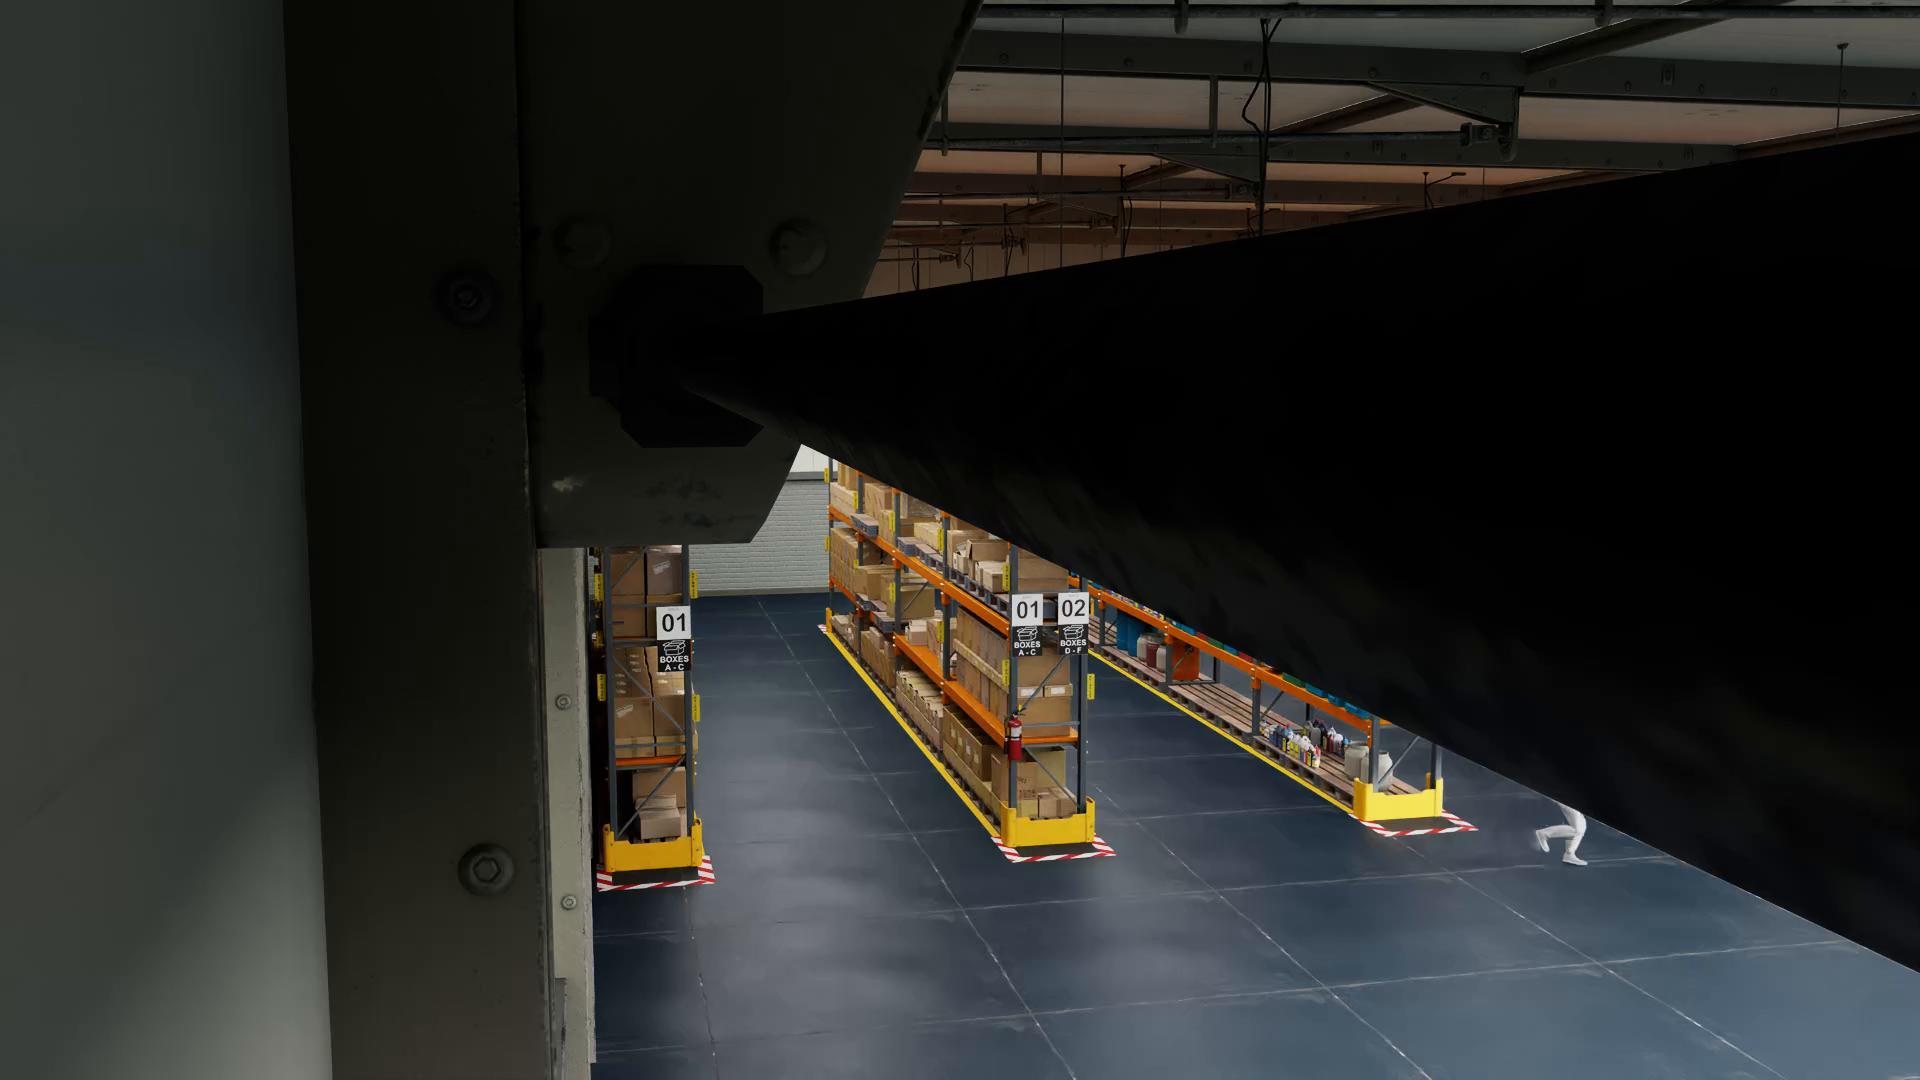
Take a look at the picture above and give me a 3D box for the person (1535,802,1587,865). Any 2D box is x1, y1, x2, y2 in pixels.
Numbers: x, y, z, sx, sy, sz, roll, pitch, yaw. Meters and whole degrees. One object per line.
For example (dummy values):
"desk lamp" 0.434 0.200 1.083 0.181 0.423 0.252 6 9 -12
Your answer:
"person" 7.347 3.125 20.255 0.615 1.661 0.630 2 7 18
